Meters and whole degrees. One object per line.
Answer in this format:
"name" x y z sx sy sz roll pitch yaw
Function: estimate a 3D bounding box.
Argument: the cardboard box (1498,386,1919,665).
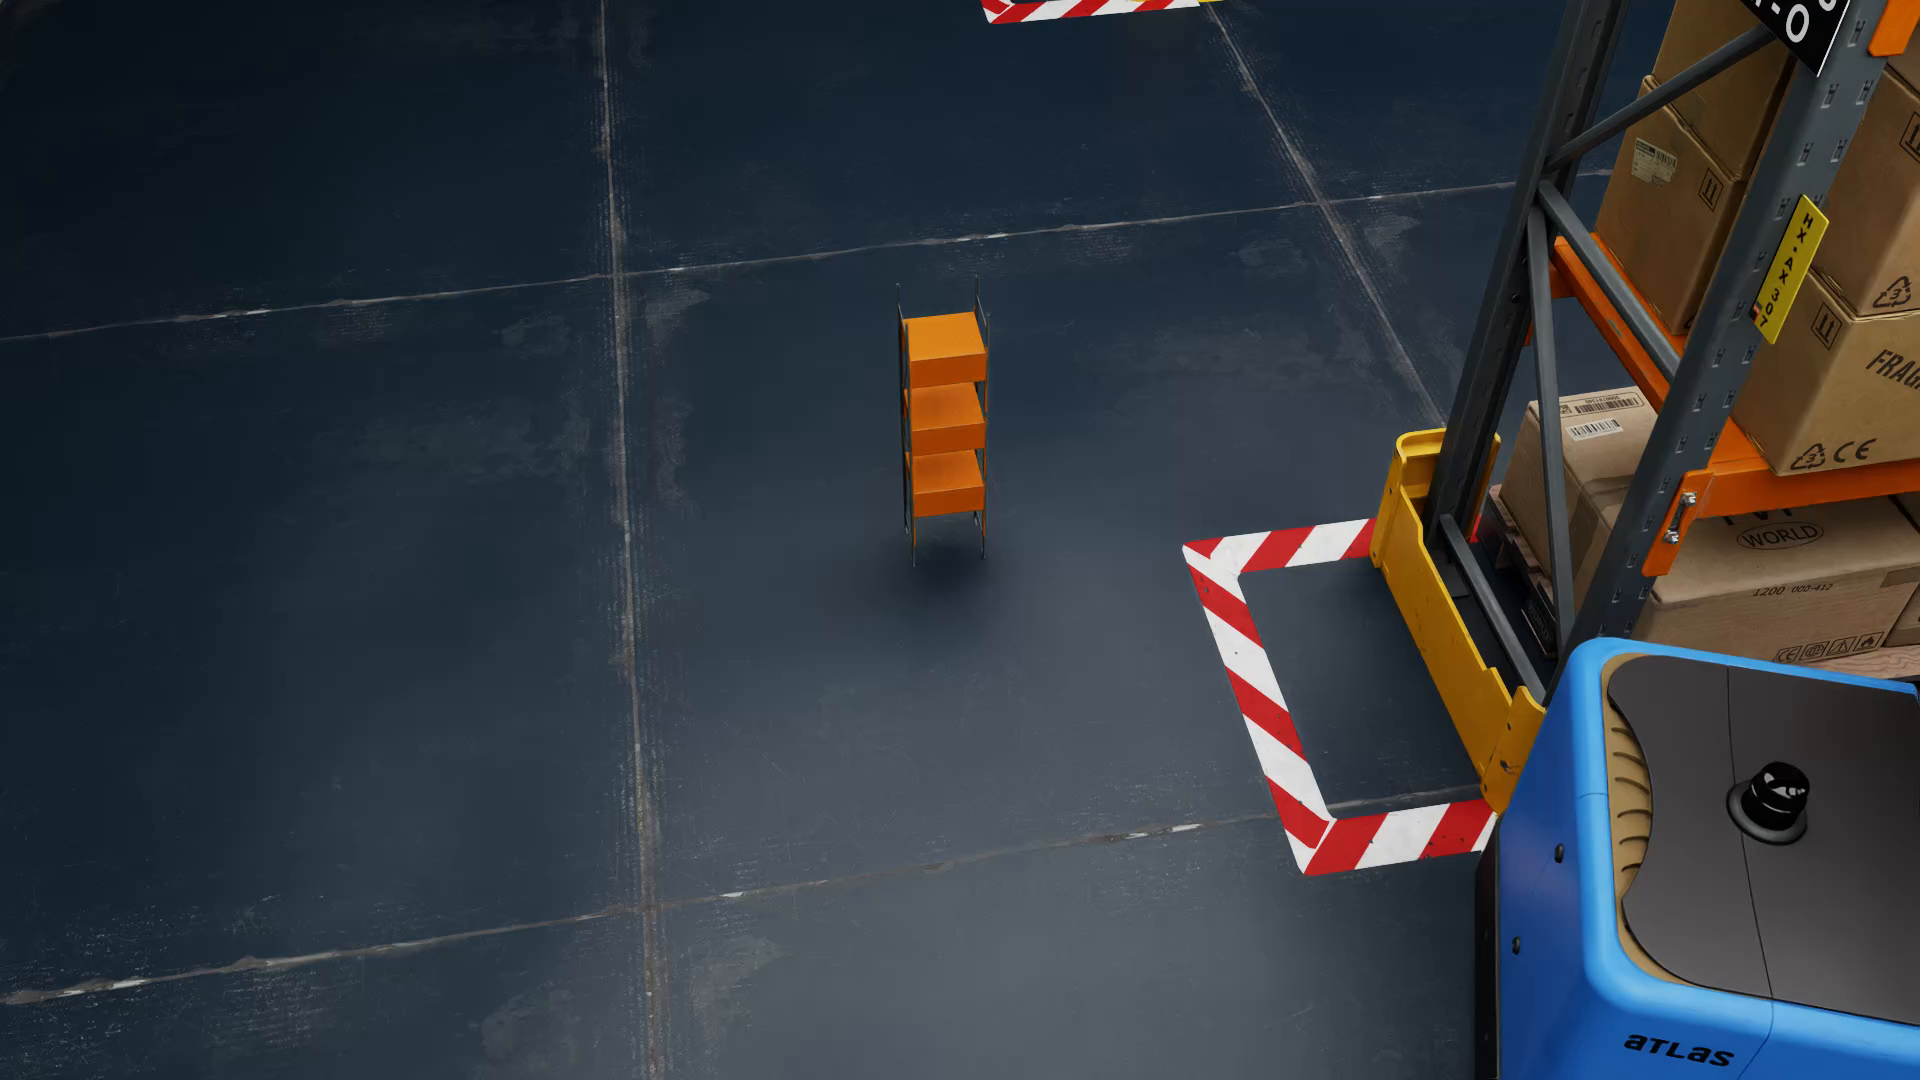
"cardboard box" 2.319 -0.052 5.204 0.875 0.438 0.875 -9 47 -8

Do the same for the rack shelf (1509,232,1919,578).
"rack shelf" 3.657 -0.639 4.782 4.000 0.370 1.077 -7 46 -7

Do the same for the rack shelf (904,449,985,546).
"rack shelf" -0.053 -0.158 5.573 0.240 0.259 0.215 -7 46 -7

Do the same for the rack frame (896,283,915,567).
"rack frame" -0.173 -0.343 5.351 0.008 1.050 0.200 -7 46 -7

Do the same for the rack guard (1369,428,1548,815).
"rack guard" 1.662 0.227 5.184 0.348 0.500 1.175 -7 46 -7

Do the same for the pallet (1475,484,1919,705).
"pallet" 2.461 0.171 5.439 1.213 0.211 1.003 -7 46 -7

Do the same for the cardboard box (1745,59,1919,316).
"cardboard box" 2.208 -0.881 3.752 0.500 0.500 0.500 -8 47 -8

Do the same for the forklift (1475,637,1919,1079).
"forklift" 2.856 0.516 3.217 3.031 2.935 1.130 9 47 8

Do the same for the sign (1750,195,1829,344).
"sign" 1.775 -0.576 3.566 0.005 0.325 0.100 -7 46 -7

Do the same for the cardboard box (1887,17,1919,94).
"cardboard box" 2.083 -1.097 3.509 0.250 0.149 0.380 -6 46 -6

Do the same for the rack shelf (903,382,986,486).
"rack shelf" -0.053 -0.350 5.373 0.240 0.259 0.215 -7 46 -7

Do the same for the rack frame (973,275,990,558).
"rack frame" 0.067 -0.373 5.380 0.008 1.050 0.200 -7 46 -7

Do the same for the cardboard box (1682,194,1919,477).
"cardboard box" 2.208 -0.533 4.111 0.500 0.500 0.500 -7 47 -7

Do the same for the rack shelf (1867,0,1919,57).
"rack shelf" 3.657 -1.680 3.702 4.000 0.370 1.077 -7 46 -7

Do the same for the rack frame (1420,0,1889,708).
"rack frame" 1.686 -0.643 4.286 0.127 3.000 1.000 -7 46 -7

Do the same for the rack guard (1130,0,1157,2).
"rack guard" 0.911 -3.307 8.589 0.348 0.500 1.175 -7 46 -7

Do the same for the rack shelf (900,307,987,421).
"rack shelf" -0.053 -0.547 5.169 0.240 0.259 0.215 -7 46 -7

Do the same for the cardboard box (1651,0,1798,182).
"cardboard box" 2.120 -1.253 4.110 0.500 0.500 0.500 -6 46 -5

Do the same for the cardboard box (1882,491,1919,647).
"cardboard box" 3.220 -0.170 5.318 0.875 0.438 0.875 -6 46 -6

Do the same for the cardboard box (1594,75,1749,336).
"cardboard box" 2.116 -0.925 4.488 0.500 0.500 0.500 -7 46 -7

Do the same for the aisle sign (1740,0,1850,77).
"aisle sign" 1.665 -1.330 3.143 0.004 0.787 0.394 -7 46 -7

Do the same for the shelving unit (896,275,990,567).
"shelving unit" -0.053 -0.358 5.366 0.252 1.050 0.215 -7 46 -7
